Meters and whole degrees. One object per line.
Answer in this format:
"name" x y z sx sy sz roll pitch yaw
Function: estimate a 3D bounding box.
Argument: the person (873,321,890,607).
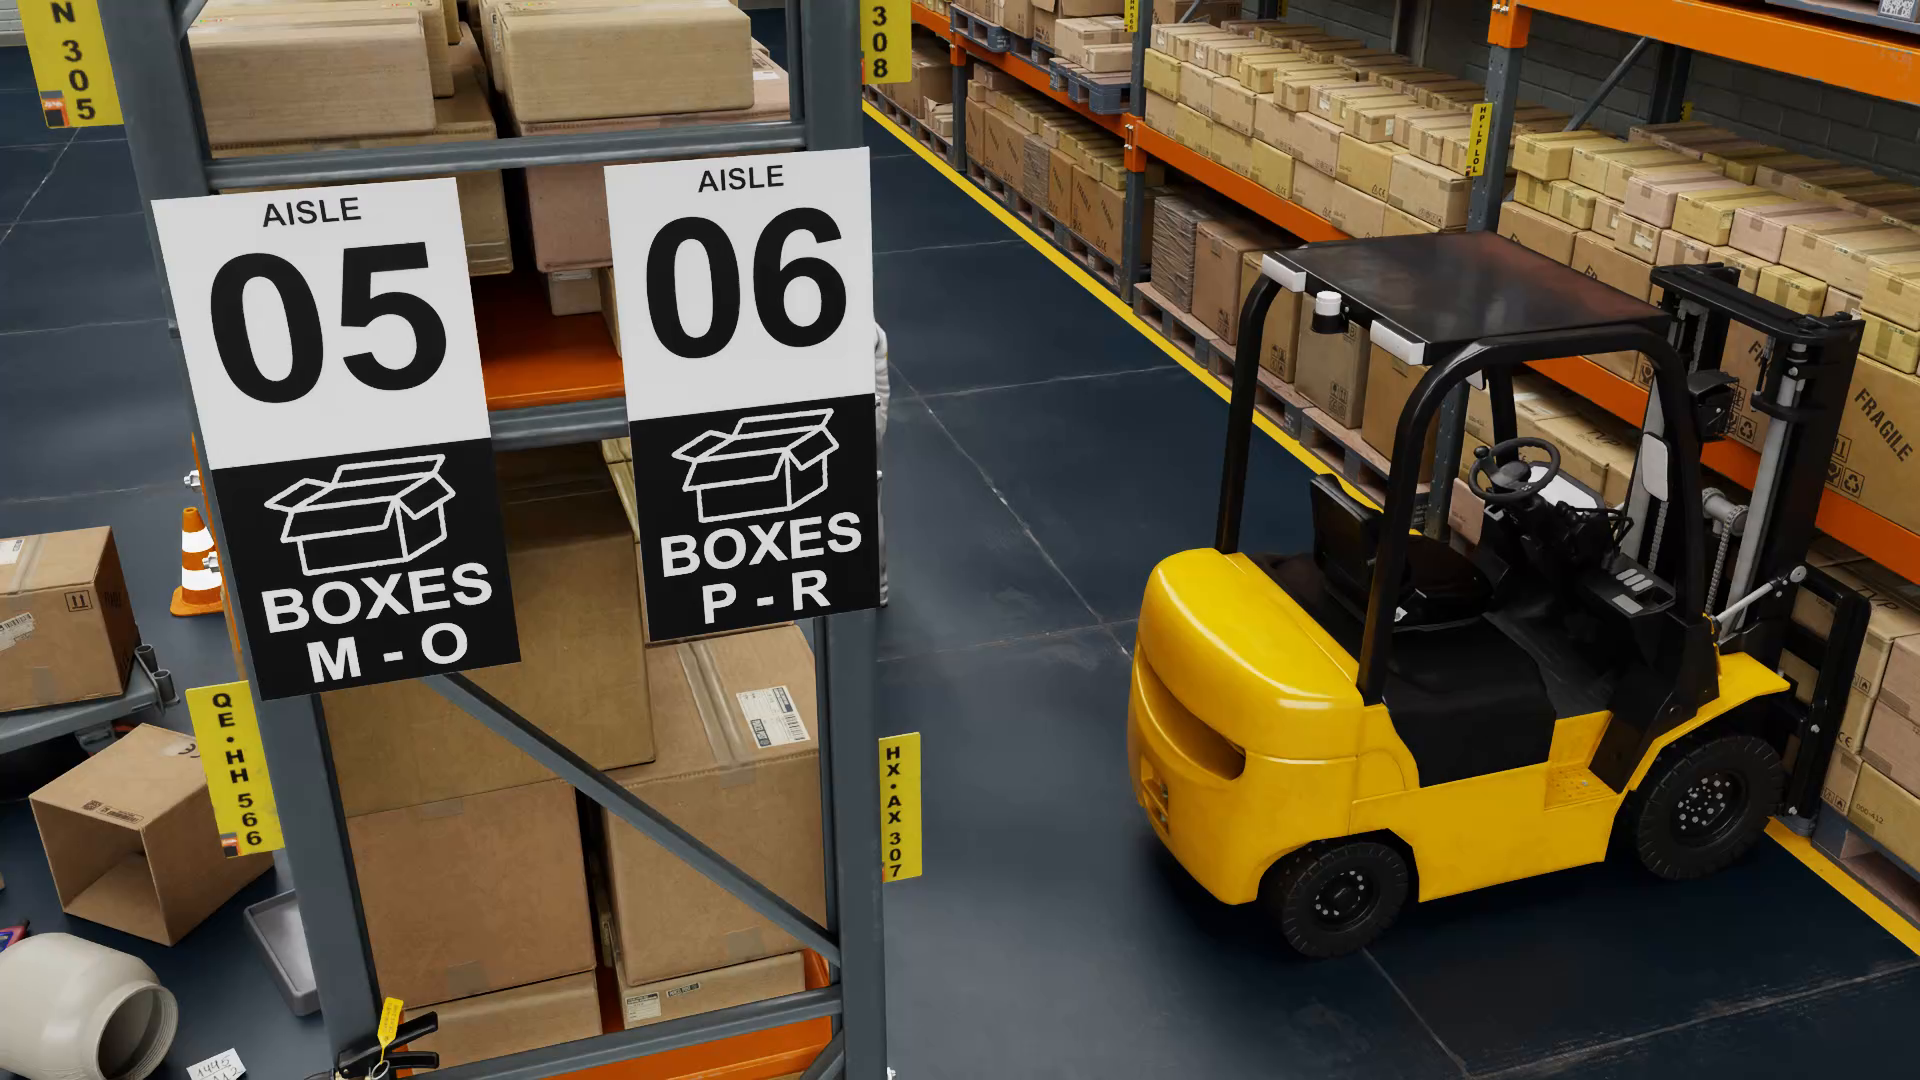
"person" -0.550 -0.464 7.532 0.466 1.680 0.340 -8 28 -15
